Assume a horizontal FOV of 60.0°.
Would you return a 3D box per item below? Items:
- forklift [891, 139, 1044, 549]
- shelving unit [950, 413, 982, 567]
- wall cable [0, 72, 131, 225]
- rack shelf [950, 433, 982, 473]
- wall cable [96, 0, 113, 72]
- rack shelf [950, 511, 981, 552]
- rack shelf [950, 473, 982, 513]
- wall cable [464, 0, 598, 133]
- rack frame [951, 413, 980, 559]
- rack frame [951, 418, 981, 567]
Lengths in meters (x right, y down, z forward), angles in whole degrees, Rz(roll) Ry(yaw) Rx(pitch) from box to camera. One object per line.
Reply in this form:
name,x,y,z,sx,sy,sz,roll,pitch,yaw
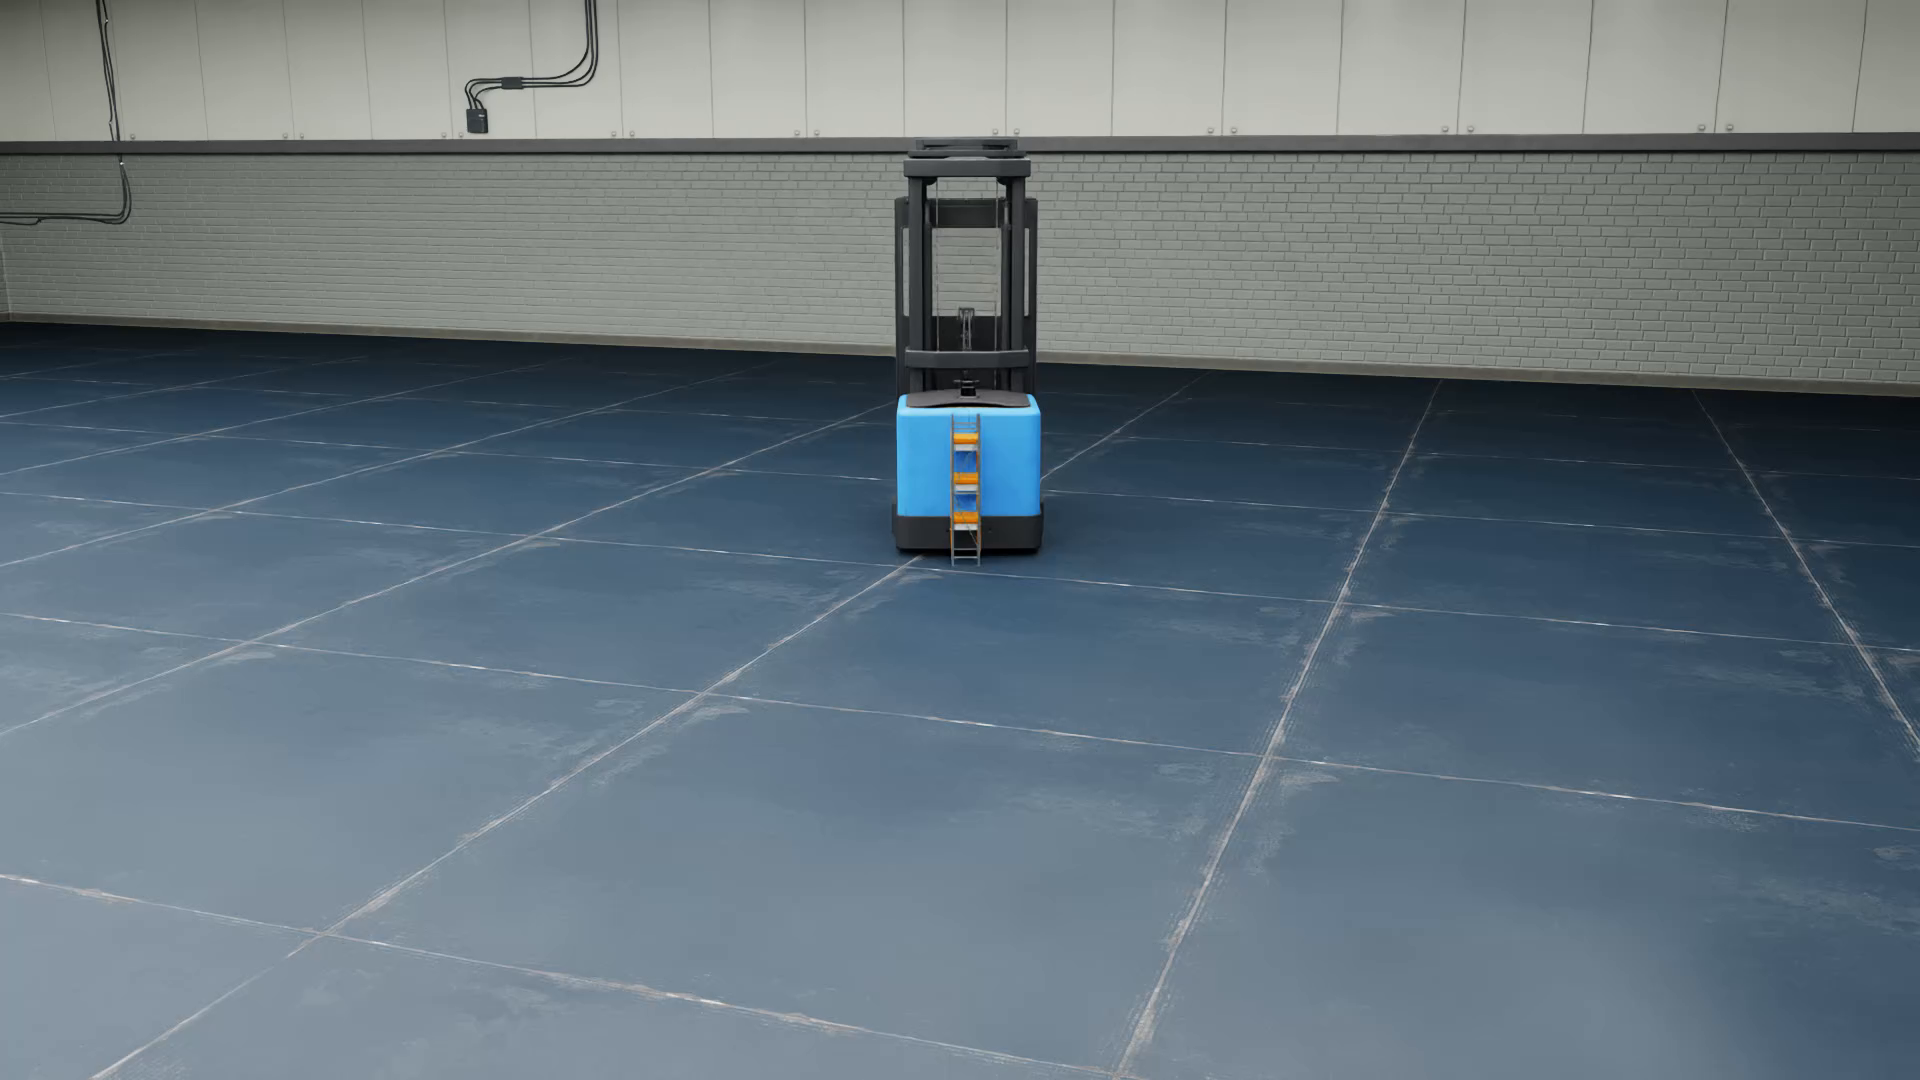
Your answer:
forklift,0.041,-1.632,13.053,1.130,2.935,3.031,0,13,-1
shelving unit,0.040,-0.349,11.659,0.215,1.050,0.252,0,13,-1
wall cable,-15.460,-6.640,28.336,3.097,2.526,0.112,4,14,18
rack shelf,0.040,-0.616,11.598,0.215,0.259,0.240,0,13,-1
wall cable,-12.900,-8.908,26.921,3.097,2.526,0.112,4,14,18
rack shelf,0.040,-0.068,11.723,0.215,0.259,0.240,0,13,-1
rack shelf,0.040,-0.339,11.661,0.215,0.259,0.240,0,13,-1
wall cable,-6.482,-9.125,24.603,2.305,6.003,0.169,4,14,18
rack frame,0.038,-0.376,11.777,0.200,1.050,0.008,0,13,-1
rack frame,0.042,-0.322,11.540,0.200,1.050,0.008,0,13,-1
